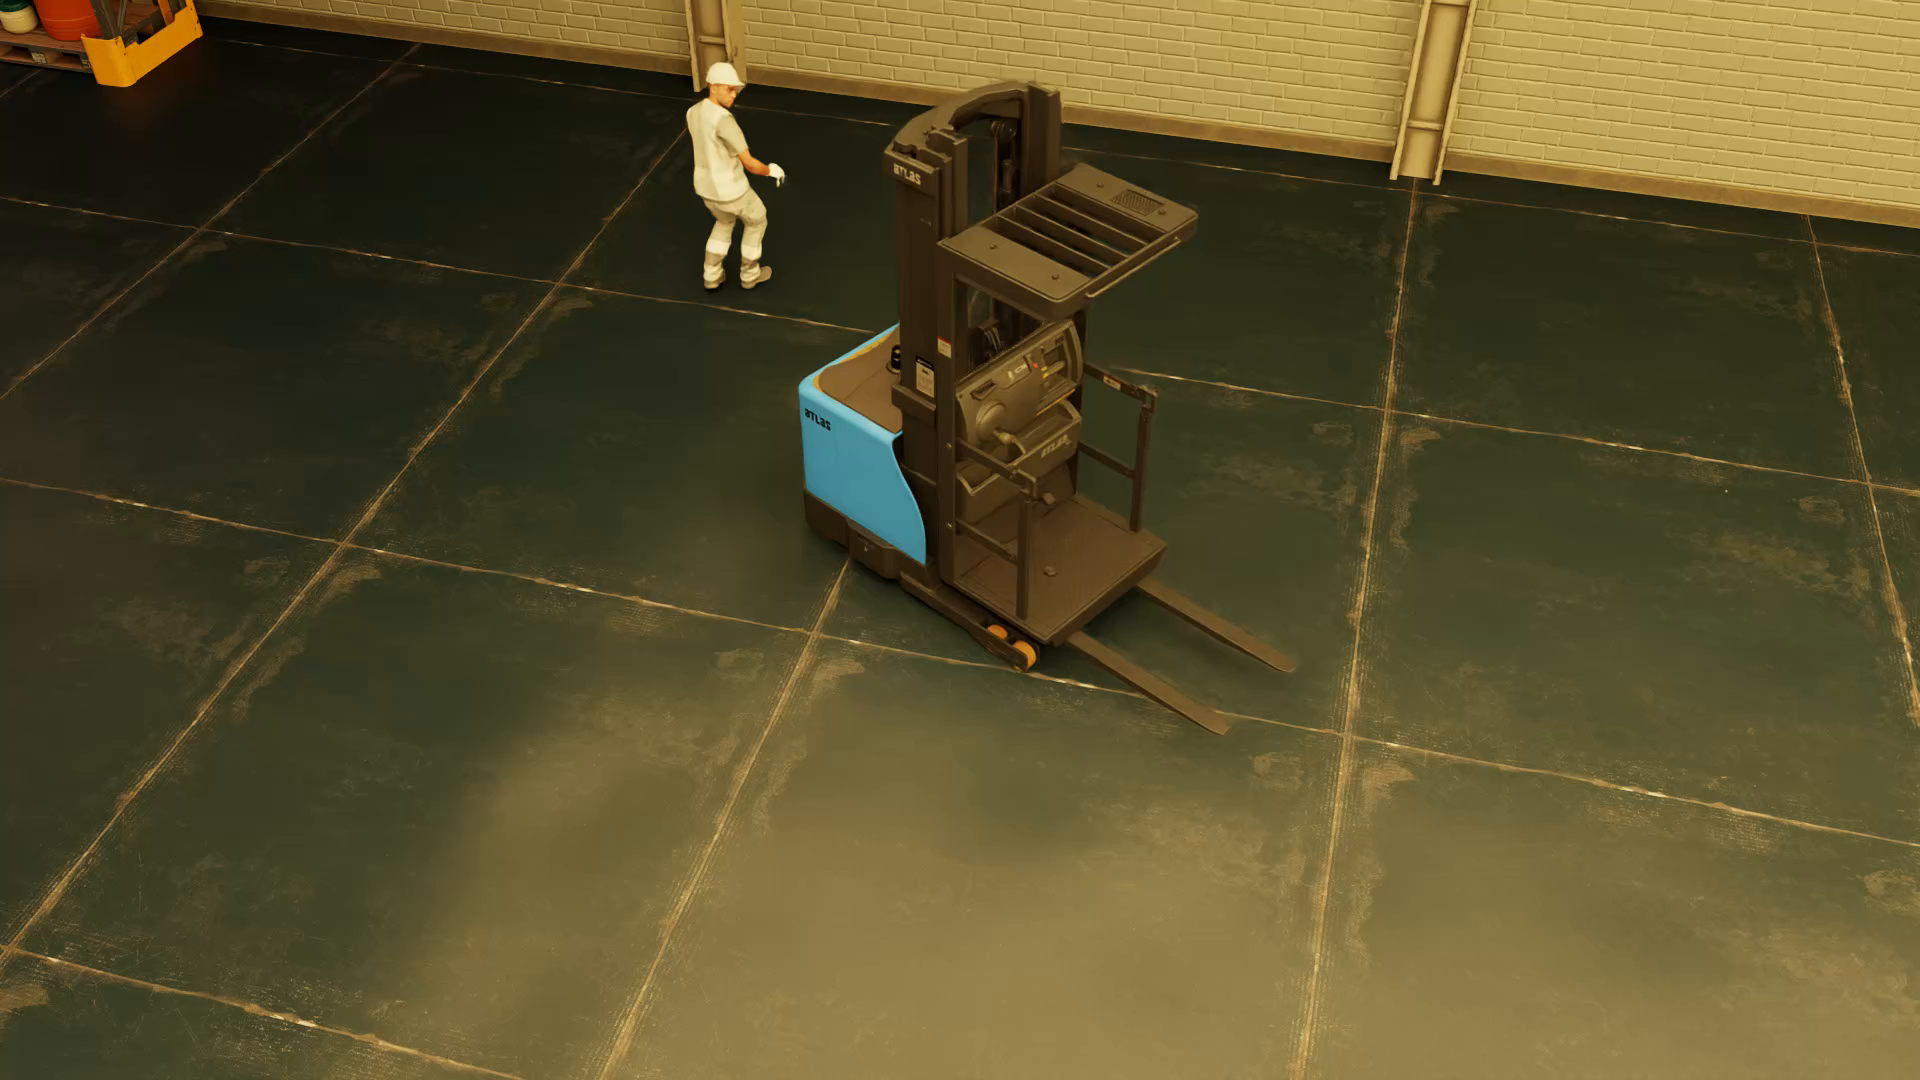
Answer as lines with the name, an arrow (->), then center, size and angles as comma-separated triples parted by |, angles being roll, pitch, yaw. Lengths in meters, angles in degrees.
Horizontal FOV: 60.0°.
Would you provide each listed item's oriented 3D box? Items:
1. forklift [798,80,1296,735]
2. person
forklift -> 0.479, -0.767, 8.737 | 3.031, 2.935, 1.130 | 32, 50, 31
person -> -1.581, -2.544, 11.717 | 0.784, 1.722, 0.675 | 27, 48, 27
